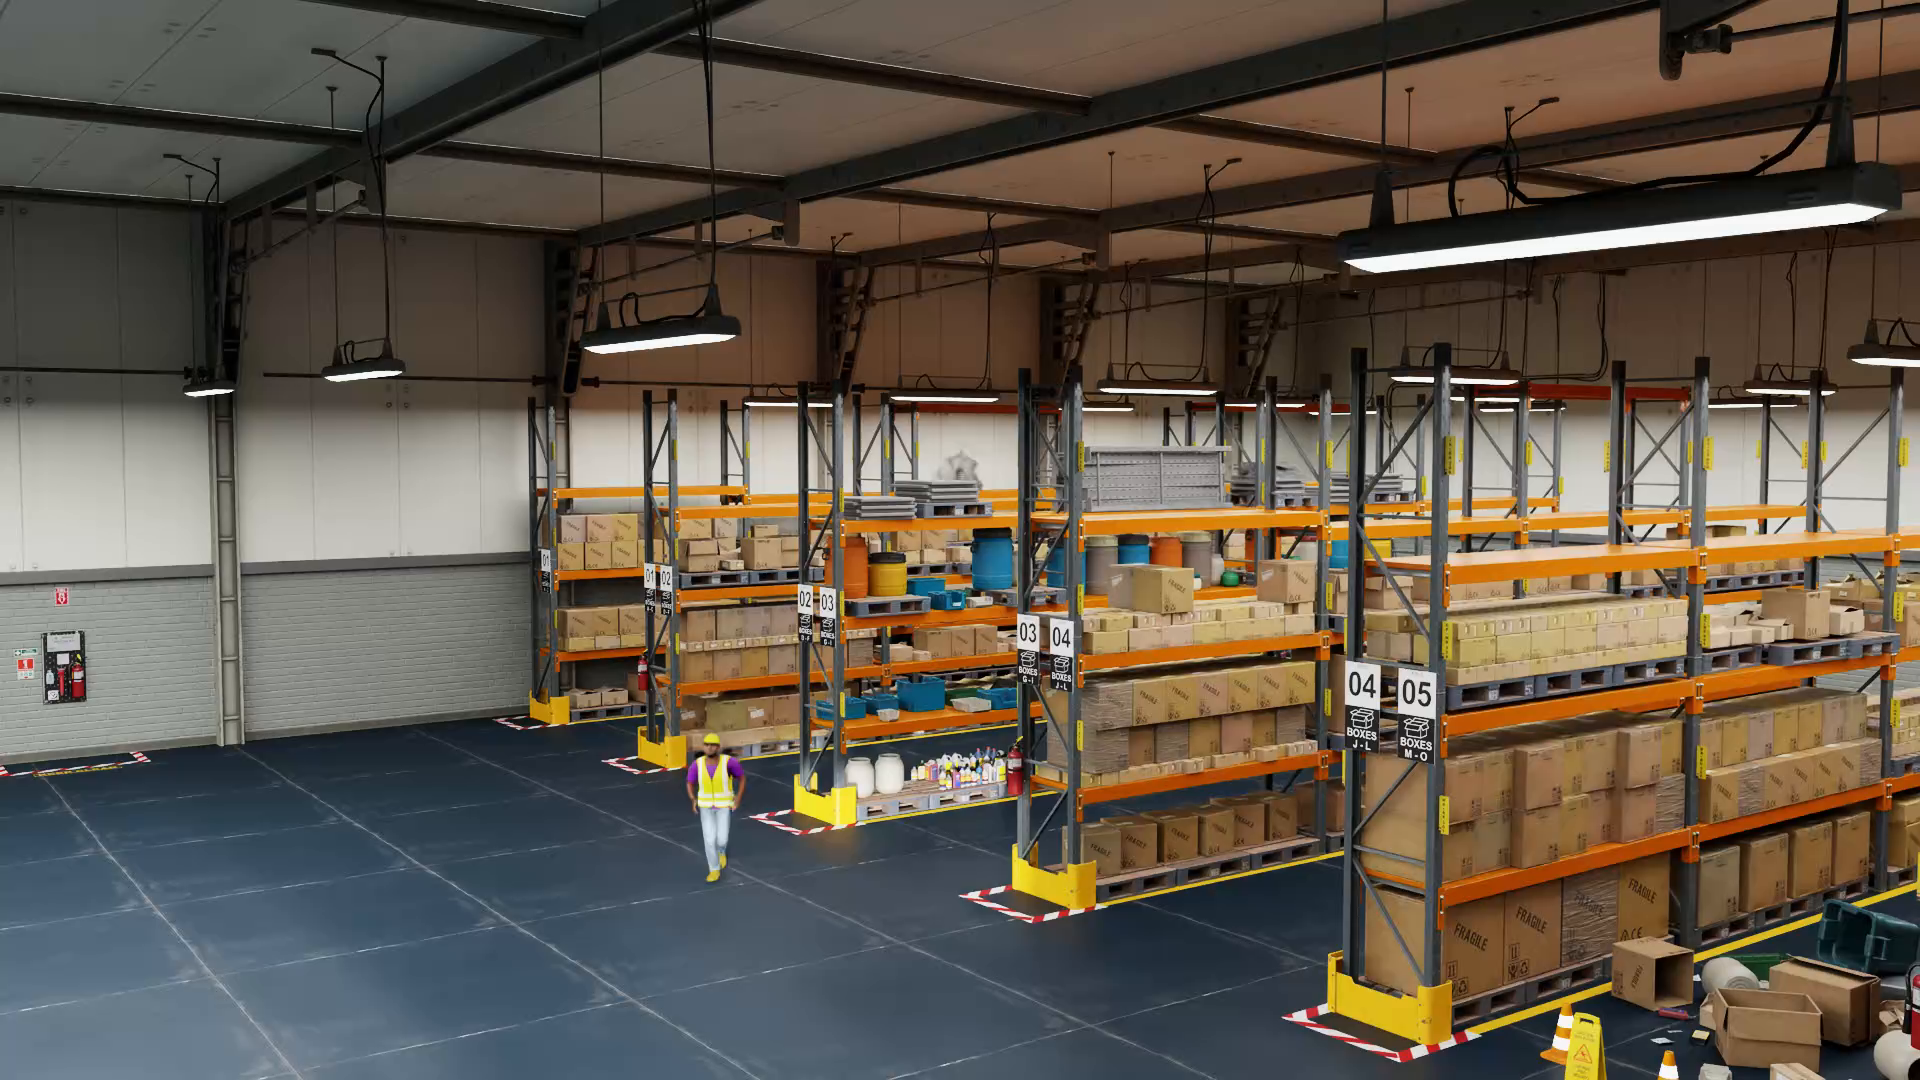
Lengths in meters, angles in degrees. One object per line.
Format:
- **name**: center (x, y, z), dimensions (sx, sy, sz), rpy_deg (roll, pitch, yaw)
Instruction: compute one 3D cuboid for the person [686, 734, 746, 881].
- **person**: center (-2.895, 3.145, 19.655), dimensions (0.699, 1.728, 0.543), rpy_deg (0, 3, -1)
